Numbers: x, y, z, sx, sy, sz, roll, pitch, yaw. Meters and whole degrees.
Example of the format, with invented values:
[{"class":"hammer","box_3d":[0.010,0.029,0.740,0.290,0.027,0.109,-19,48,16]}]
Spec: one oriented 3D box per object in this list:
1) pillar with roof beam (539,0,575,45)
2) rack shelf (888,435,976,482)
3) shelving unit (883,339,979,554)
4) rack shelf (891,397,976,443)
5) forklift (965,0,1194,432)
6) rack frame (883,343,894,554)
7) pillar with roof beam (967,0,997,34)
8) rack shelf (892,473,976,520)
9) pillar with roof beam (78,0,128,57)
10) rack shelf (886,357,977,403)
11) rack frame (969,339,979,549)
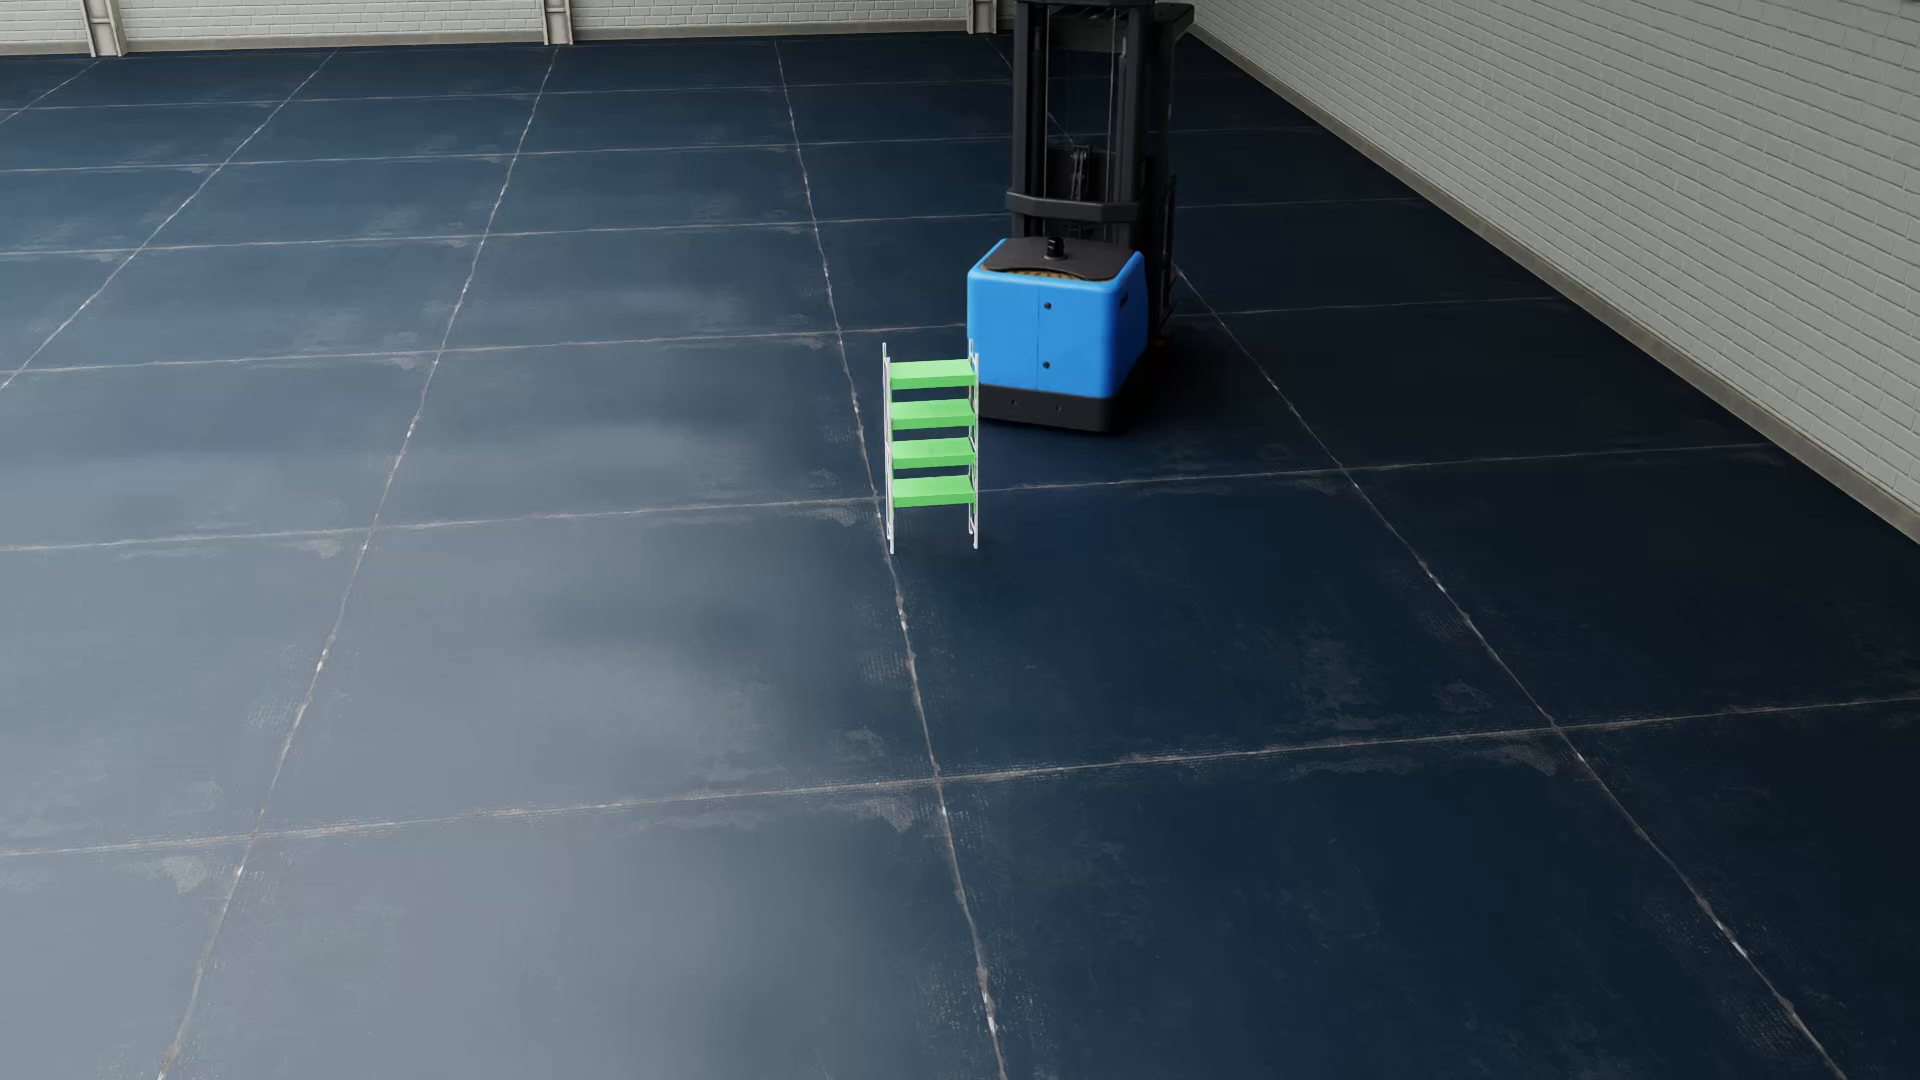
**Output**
[{"class":"pillar with roof beam","box_3d":[-5.029,-9.053,17.536,0.400,9.000,9.100,-4,27,-7]},{"class":"rack shelf","box_3d":[-0.164,-0.466,9.485,0.480,0.148,0.258,-4,27,-7]},{"class":"shelving unit","box_3d":[-0.164,-0.523,9.456,0.503,1.200,0.258,-4,27,-7]},{"class":"rack shelf","box_3d":[-0.164,-0.680,9.375,0.480,0.148,0.258,-4,27,-7]},{"class":"forklift","box_3d":[0.974,-2.670,11.744,1.130,2.935,3.031,8,28,16]},{"class":"rack frame","box_3d":[-0.406,-0.508,9.425,0.015,1.200,0.240,-4,27,-7]},{"class":"pillar with roof beam","box_3d":[0.913,-9.435,18.280,0.400,9.000,9.100,-4,27,-7]},{"class":"rack shelf","box_3d":[-0.164,-0.253,9.594,0.480,0.148,0.258,-4,27,-7]},{"class":"pillar with roof beam","box_3d":[-10.970,-8.671,16.793,0.400,9.000,9.100,-4,27,-7]},{"class":"rack shelf","box_3d":[-0.164,-0.894,9.266,0.480,0.148,0.258,-4,27,-7]},{"class":"rack frame","box_3d":[0.078,-0.539,9.486,0.015,1.200,0.240,-4,27,-7]}]
